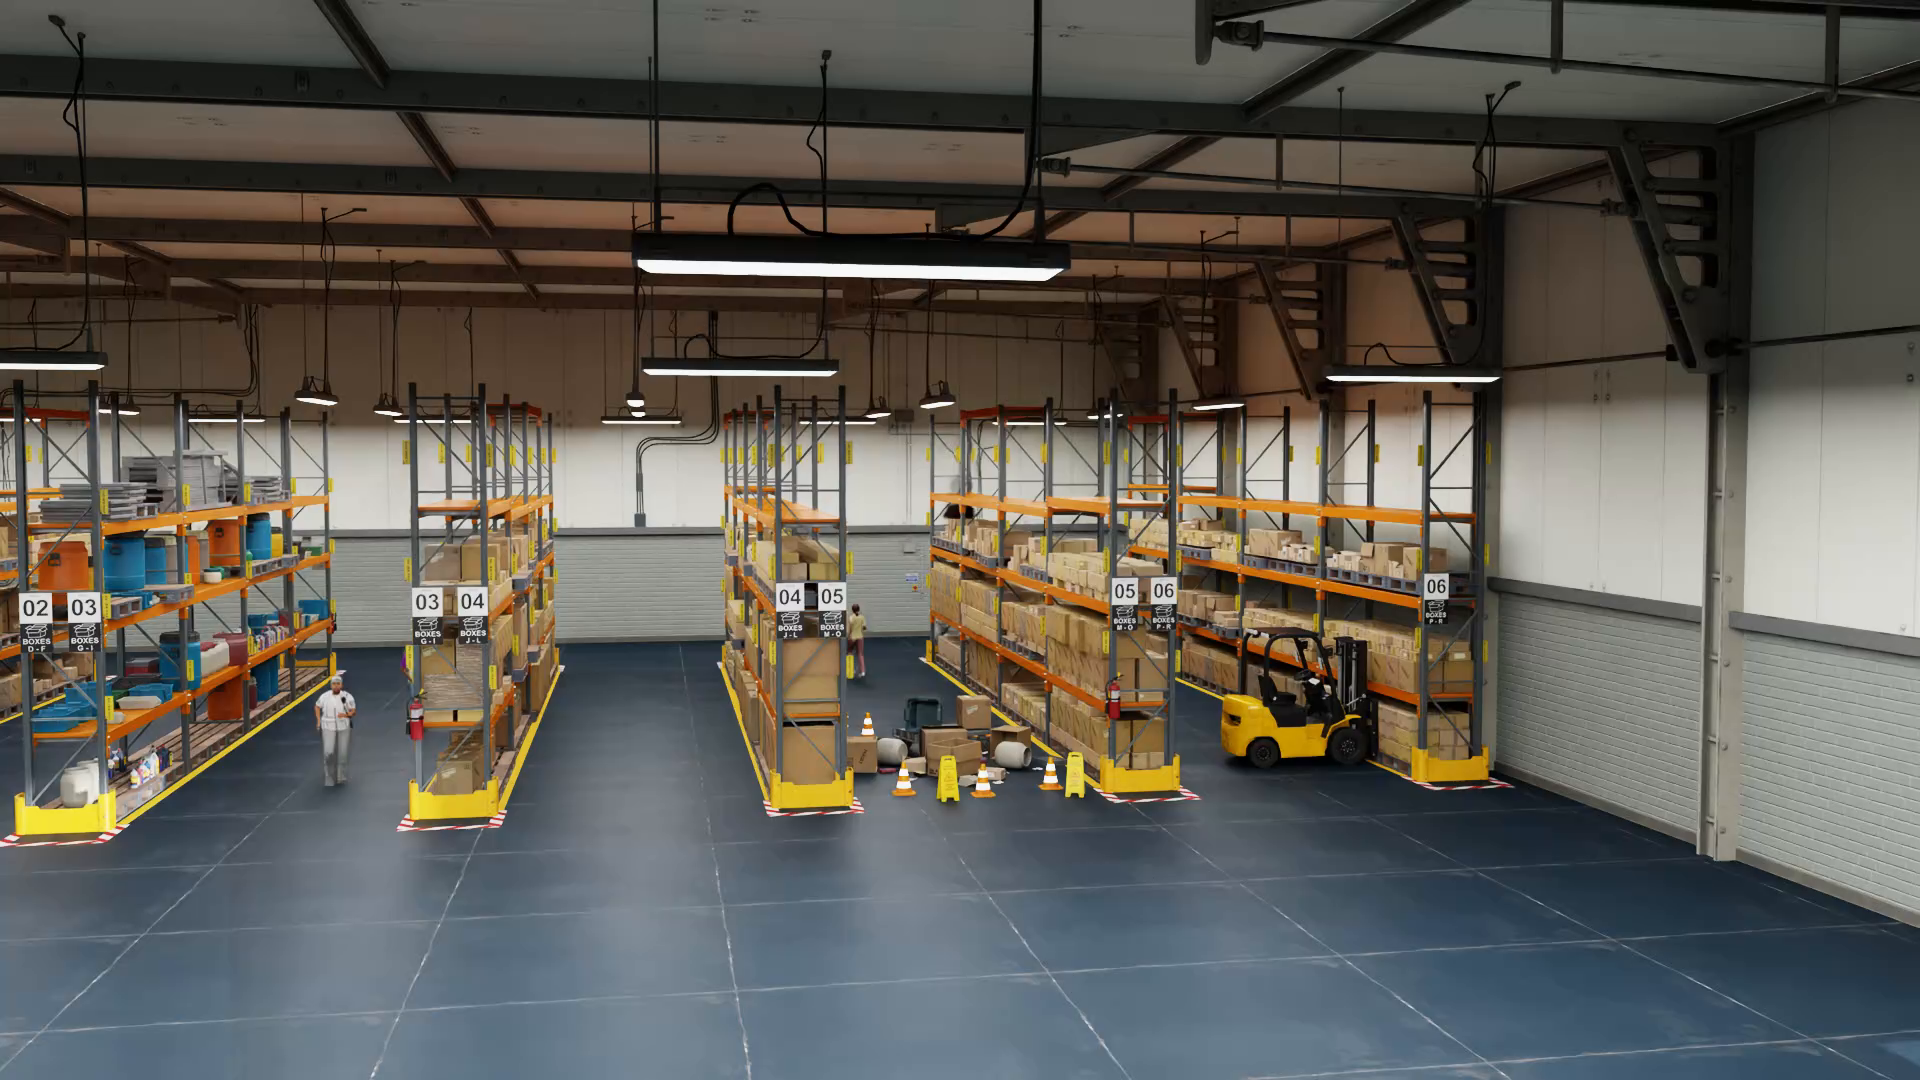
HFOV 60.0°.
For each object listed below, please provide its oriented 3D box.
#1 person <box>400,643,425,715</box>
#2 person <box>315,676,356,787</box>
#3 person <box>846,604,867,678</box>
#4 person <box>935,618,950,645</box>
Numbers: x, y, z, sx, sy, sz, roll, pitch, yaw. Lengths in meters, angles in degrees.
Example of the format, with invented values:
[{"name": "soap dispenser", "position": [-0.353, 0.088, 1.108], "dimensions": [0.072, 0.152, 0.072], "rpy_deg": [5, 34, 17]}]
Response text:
[{"name": "person", "position": [-9.854, 2.619, 30.388], "dimensions": [0.686, 1.704, 0.753], "rpy_deg": [0, 3, -7]}, {"name": "person", "position": [-9.464, 2.900, 25.219], "dimensions": [0.582, 1.684, 0.687], "rpy_deg": [-1, 3, -22]}, {"name": "person", "position": [-2.311, 2.286, 37.211], "dimensions": [0.522, 1.709, 0.790], "rpy_deg": [-1, 3, -20]}, {"name": "person", "position": [-0.392, 2.041, 41.800], "dimensions": [0.628, 1.693, 0.714], "rpy_deg": [0, 3, 7]}]
